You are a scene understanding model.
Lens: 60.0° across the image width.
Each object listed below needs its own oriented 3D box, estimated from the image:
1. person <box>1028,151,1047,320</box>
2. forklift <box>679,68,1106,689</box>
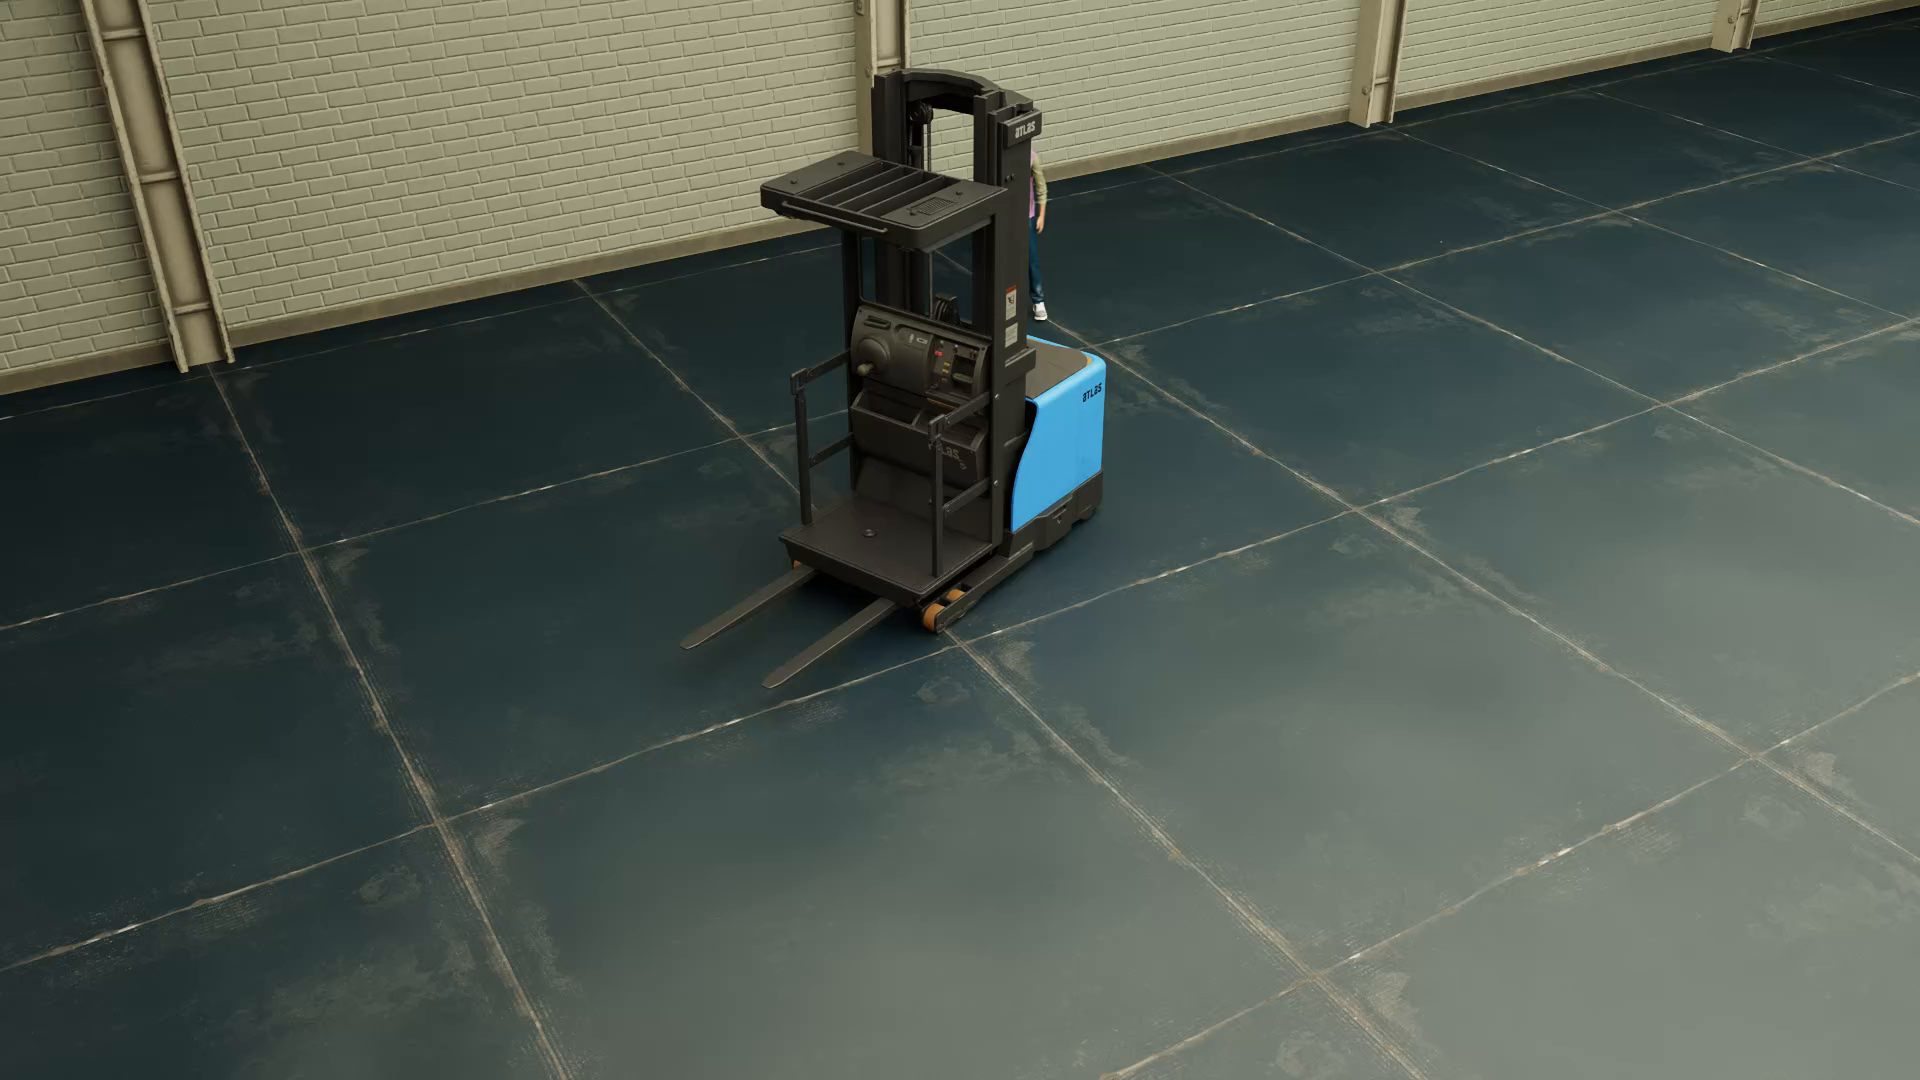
[{"bbox_3d":[0.442,-2.548,13.208,0.576,1.599,0.396,7,32,12],"label":"person"},{"bbox_3d":[-0.365,-1.007,9.329,1.130,2.935,3.031,21,37,31],"label":"forklift"}]
